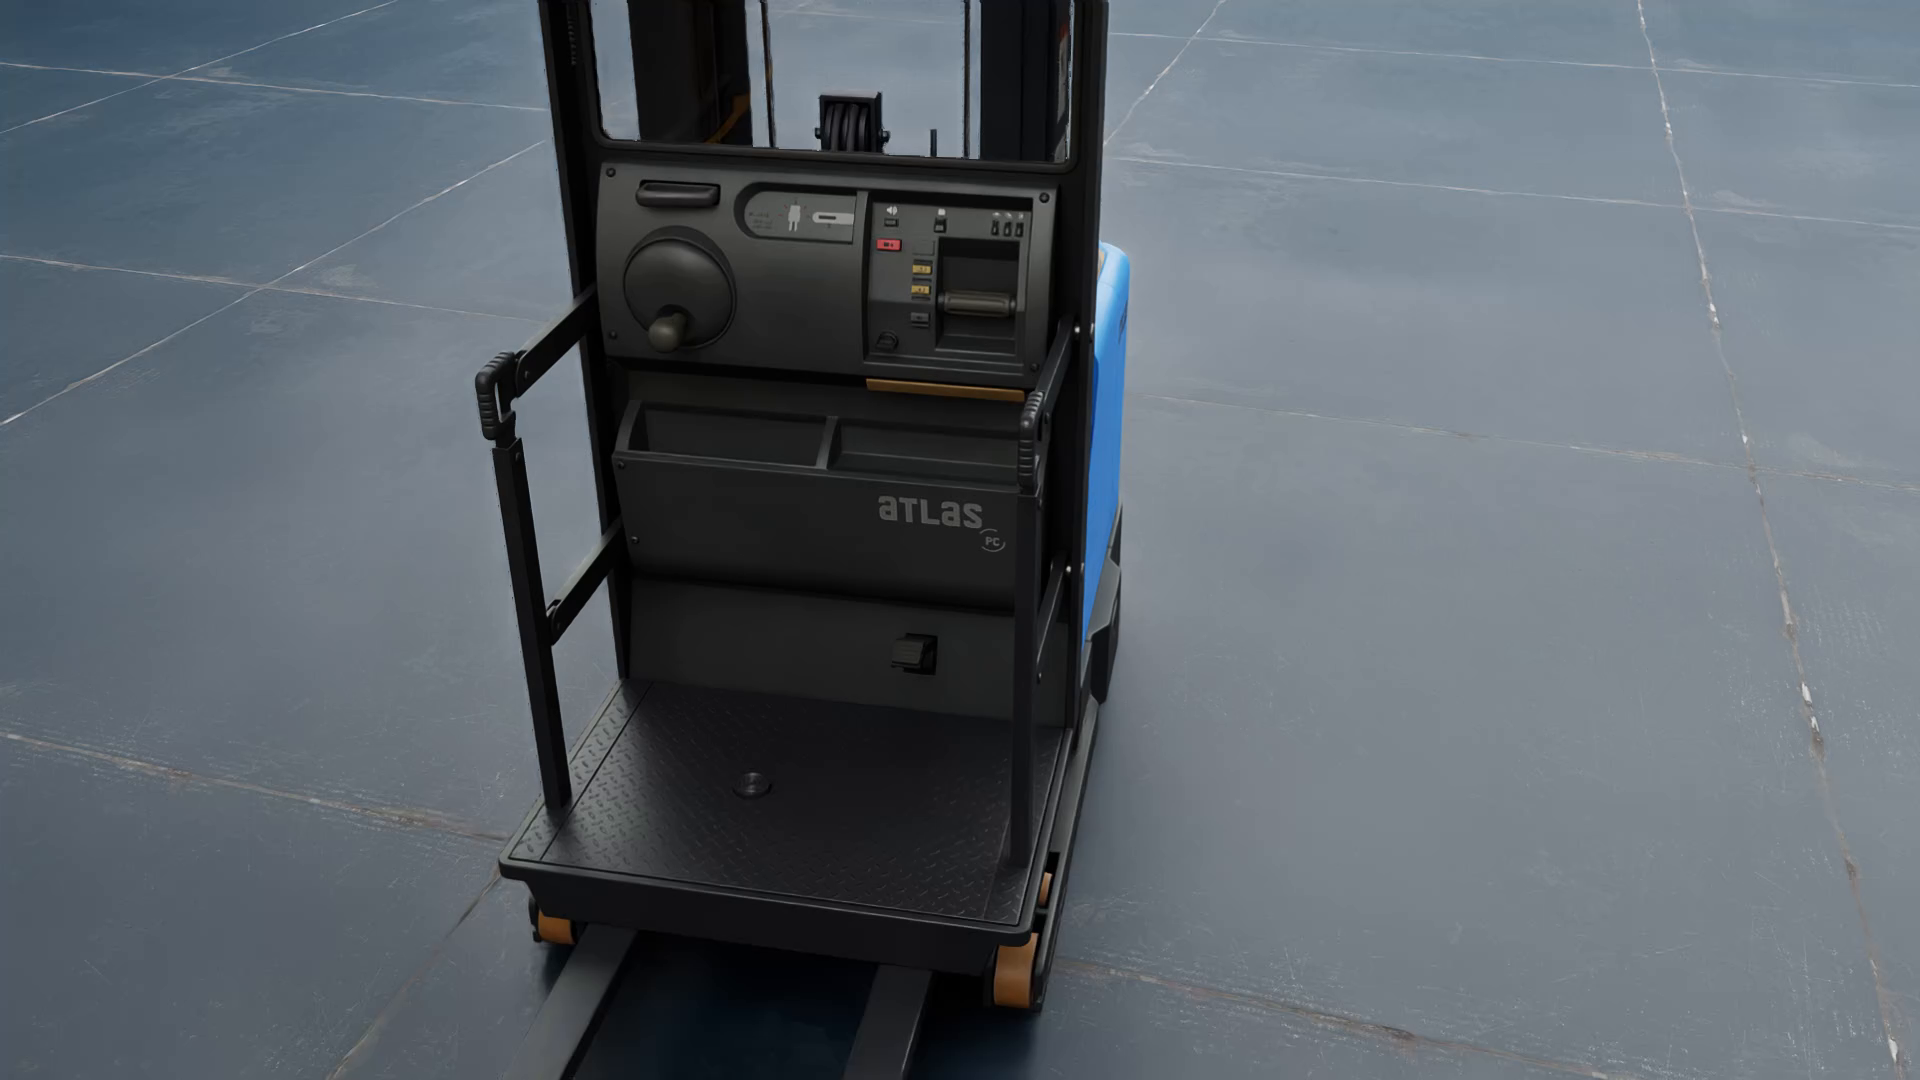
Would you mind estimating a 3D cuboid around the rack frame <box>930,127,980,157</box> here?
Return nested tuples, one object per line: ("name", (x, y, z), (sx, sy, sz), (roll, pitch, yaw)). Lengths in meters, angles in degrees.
("rack frame", (0.030, -0.708, 5.289), (0.240, 1.200, 0.015), (5, 30, 10))

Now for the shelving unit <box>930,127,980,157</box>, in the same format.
("shelving unit", (-0.016, -0.592, 5.079), (0.258, 1.200, 0.503), (5, 30, 10))

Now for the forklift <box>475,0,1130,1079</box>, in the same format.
("forklift", (-0.313, -0.495, 3.124), (1.130, 2.935, 3.031), (5, 30, 10))
